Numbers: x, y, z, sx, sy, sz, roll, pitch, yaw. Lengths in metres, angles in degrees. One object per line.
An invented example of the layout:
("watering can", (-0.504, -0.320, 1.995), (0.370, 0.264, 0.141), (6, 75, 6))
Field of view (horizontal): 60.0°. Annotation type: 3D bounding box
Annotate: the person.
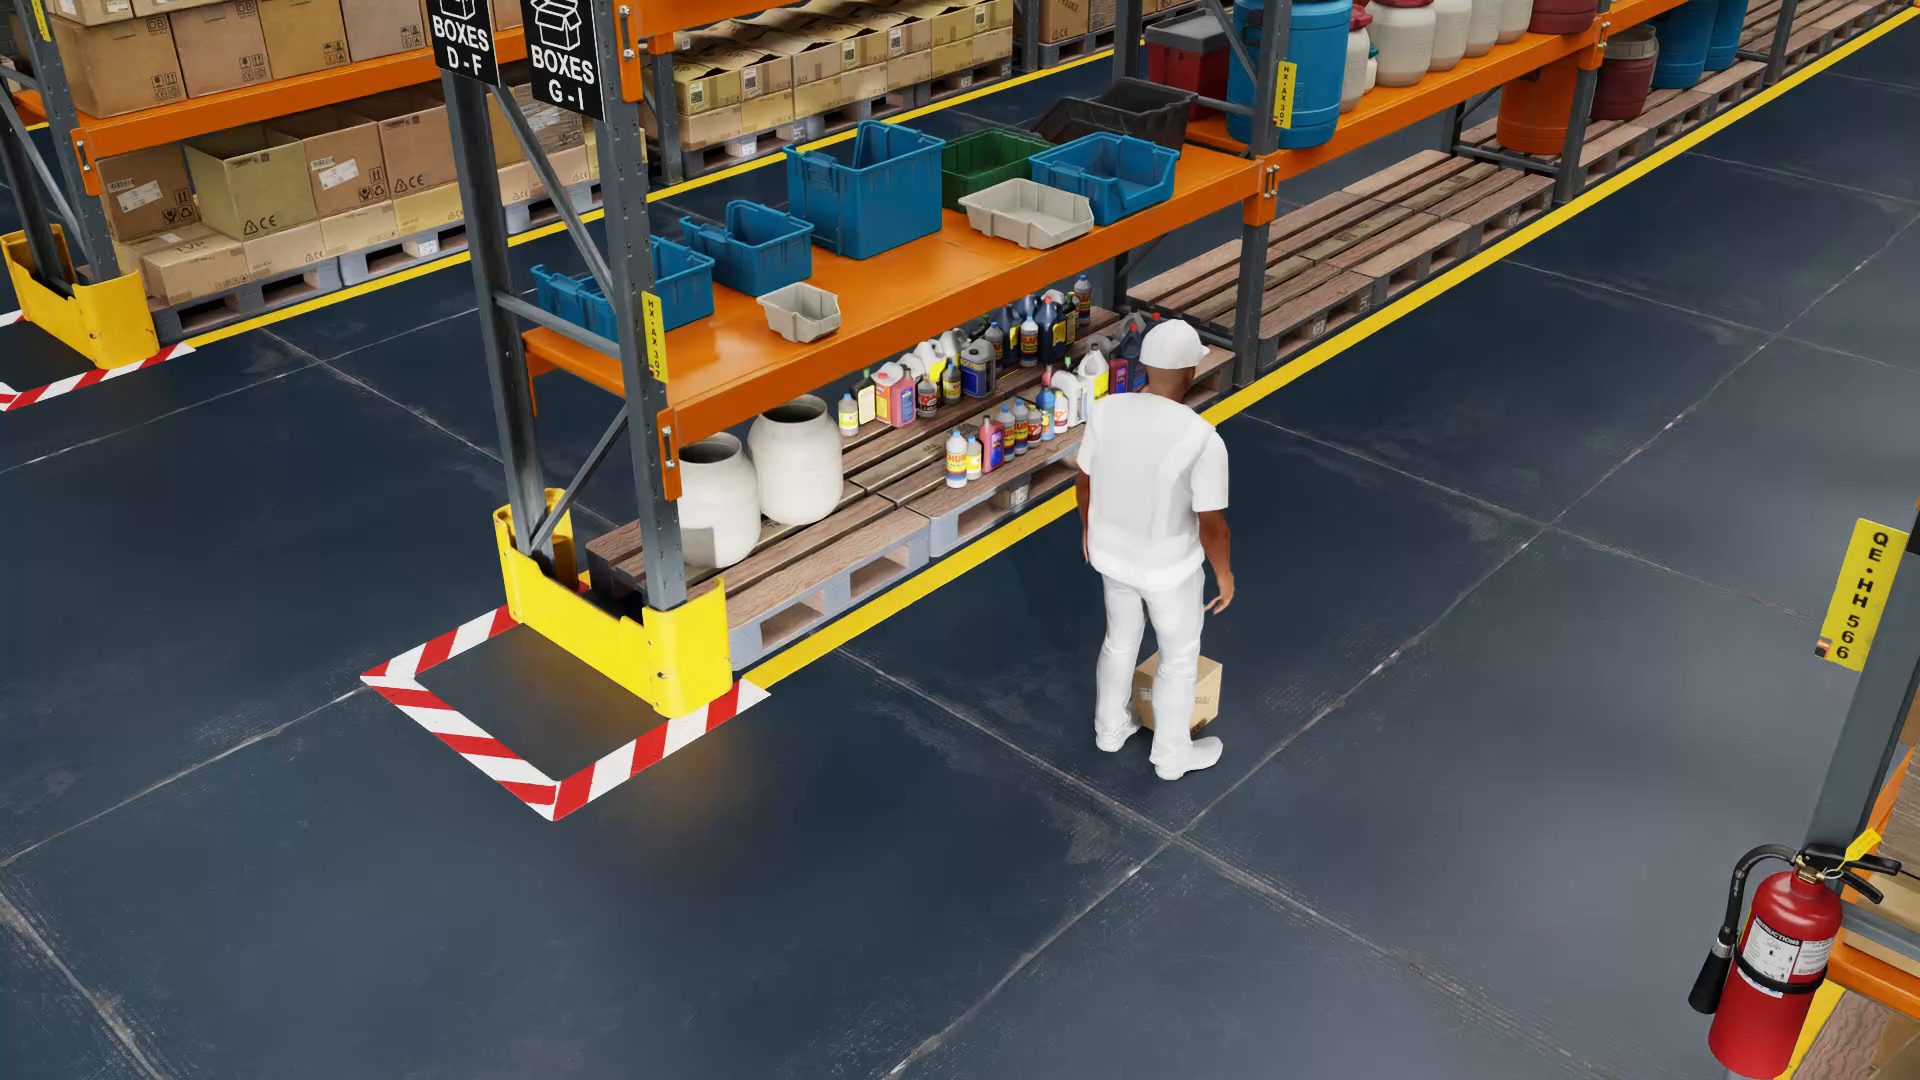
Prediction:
("person", (0.704, 0.044, 6.042), (0.636, 1.761, 0.454), (23, 38, 33))
